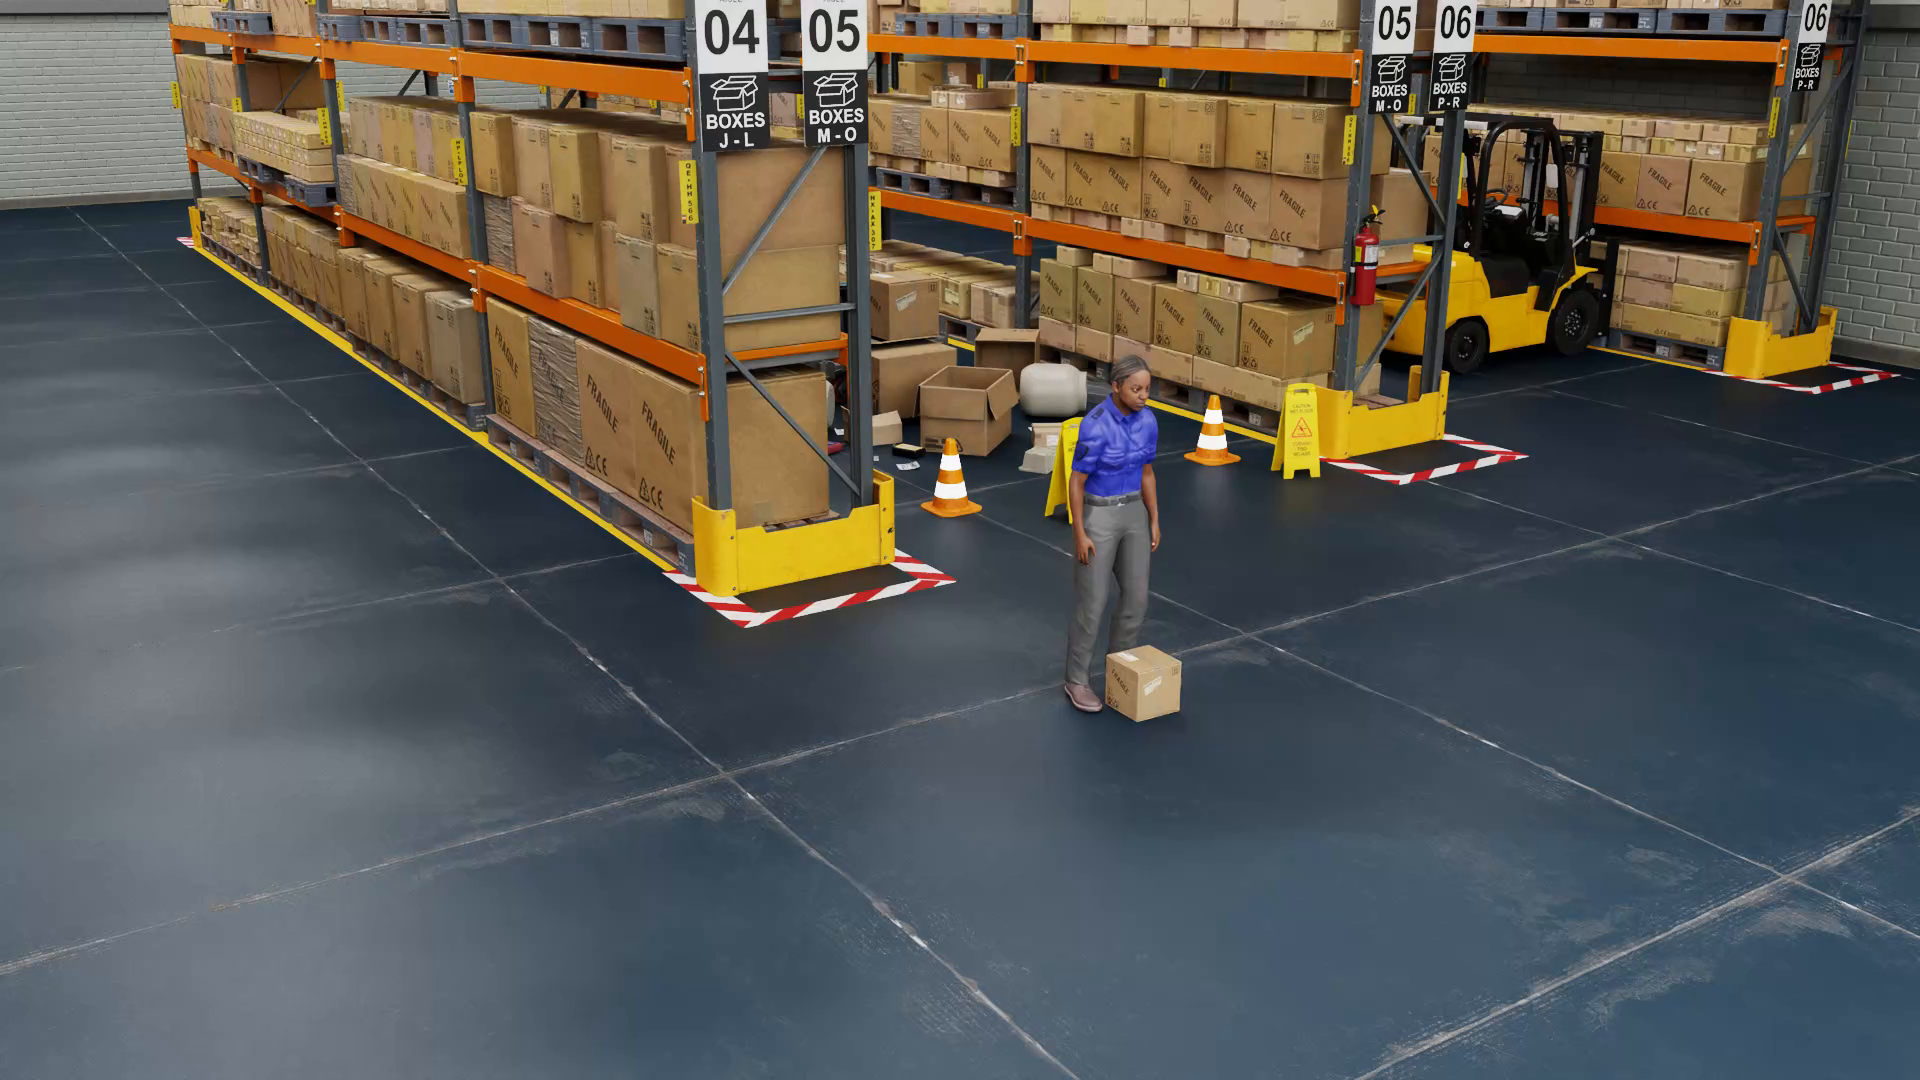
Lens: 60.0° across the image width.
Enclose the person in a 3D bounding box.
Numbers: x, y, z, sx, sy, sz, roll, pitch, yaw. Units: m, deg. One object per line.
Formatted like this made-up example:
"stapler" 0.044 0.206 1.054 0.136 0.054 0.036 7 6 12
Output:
"person" 0.716 -0.056 7.733 0.507 1.655 0.347 -12 21 -31
